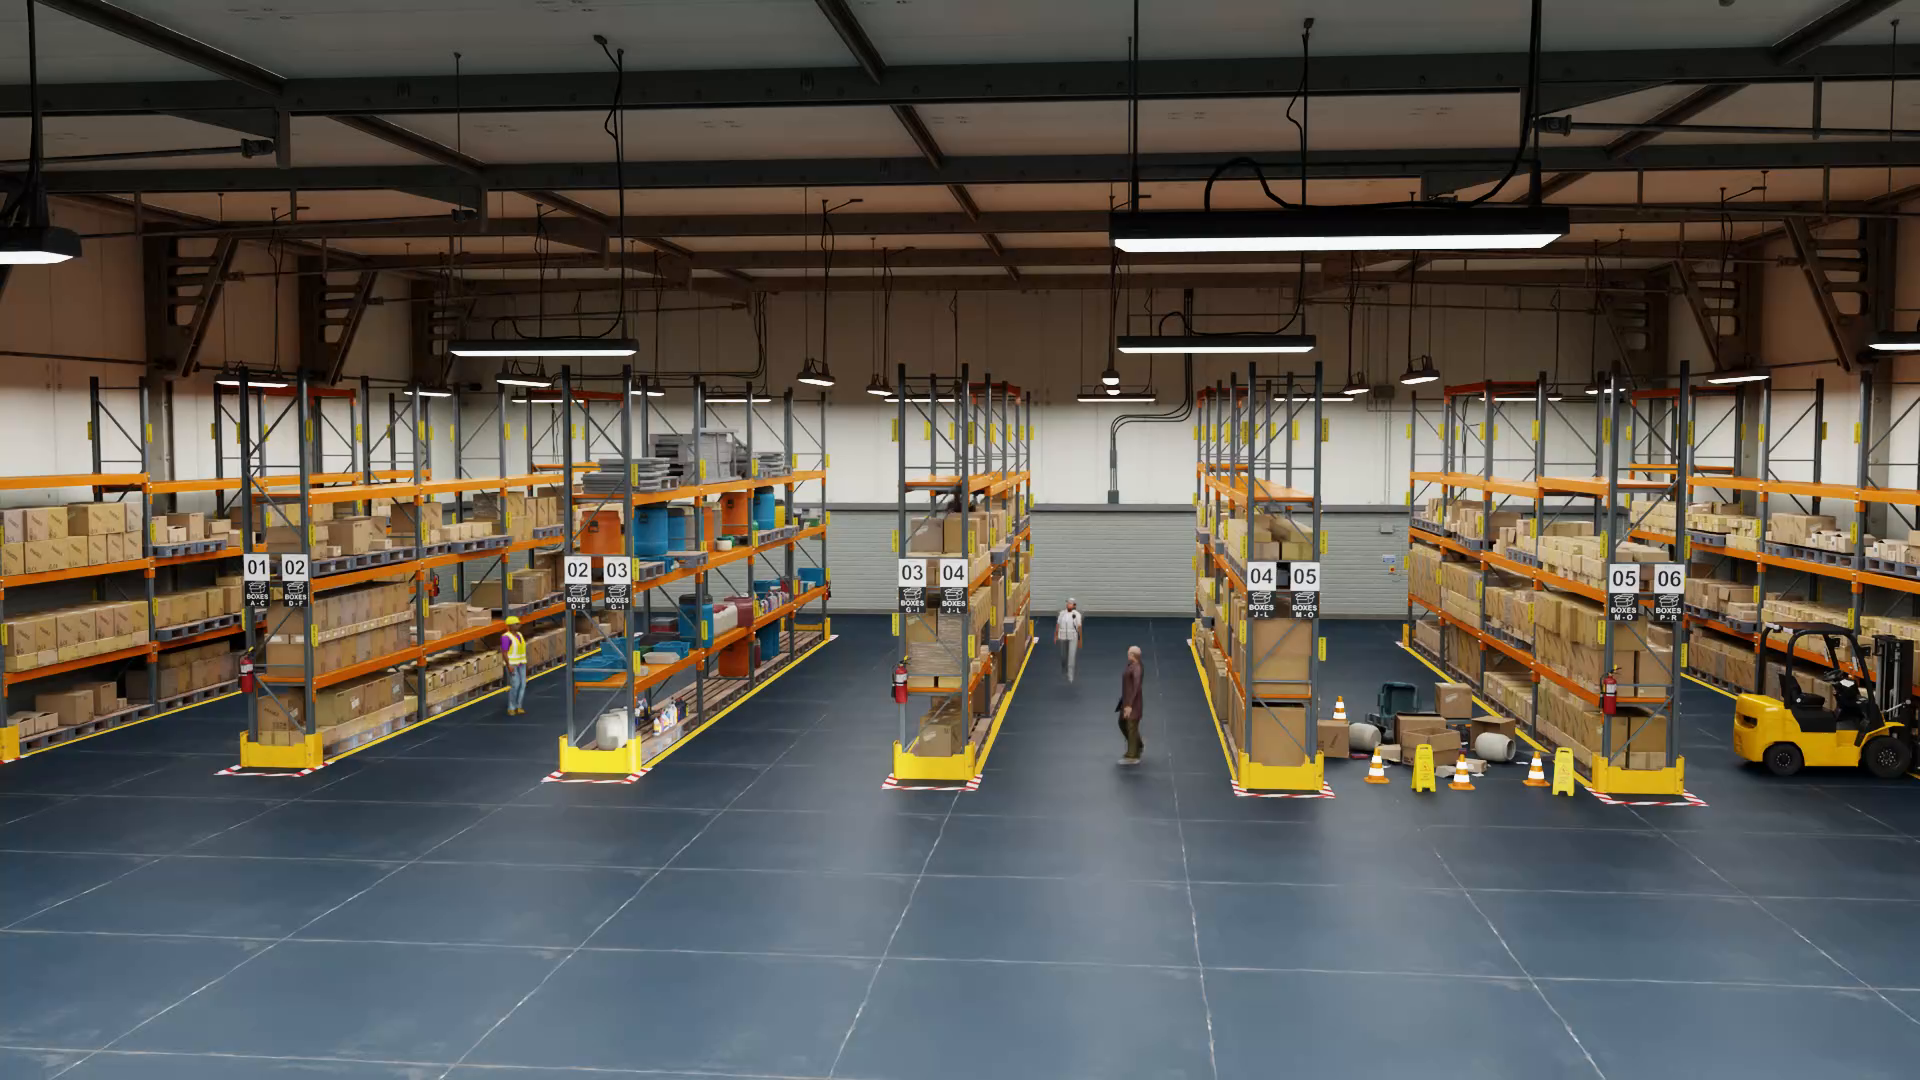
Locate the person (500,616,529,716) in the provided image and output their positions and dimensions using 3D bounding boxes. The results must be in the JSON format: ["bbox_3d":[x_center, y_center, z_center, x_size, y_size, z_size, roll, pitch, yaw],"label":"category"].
[{"bbox_3d":[-7.930,2.260,29.698,0.457,1.814,0.600,3,5,36],"label":"person"}]

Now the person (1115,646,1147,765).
[{"bbox_3d":[2.600,2.491,25.245,0.528,1.791,0.673,0,4,-6],"label":"person"}]

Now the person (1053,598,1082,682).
[{"bbox_3d":[2.113,1.932,32.422,0.552,1.614,0.958,1,4,11],"label":"person"}]
